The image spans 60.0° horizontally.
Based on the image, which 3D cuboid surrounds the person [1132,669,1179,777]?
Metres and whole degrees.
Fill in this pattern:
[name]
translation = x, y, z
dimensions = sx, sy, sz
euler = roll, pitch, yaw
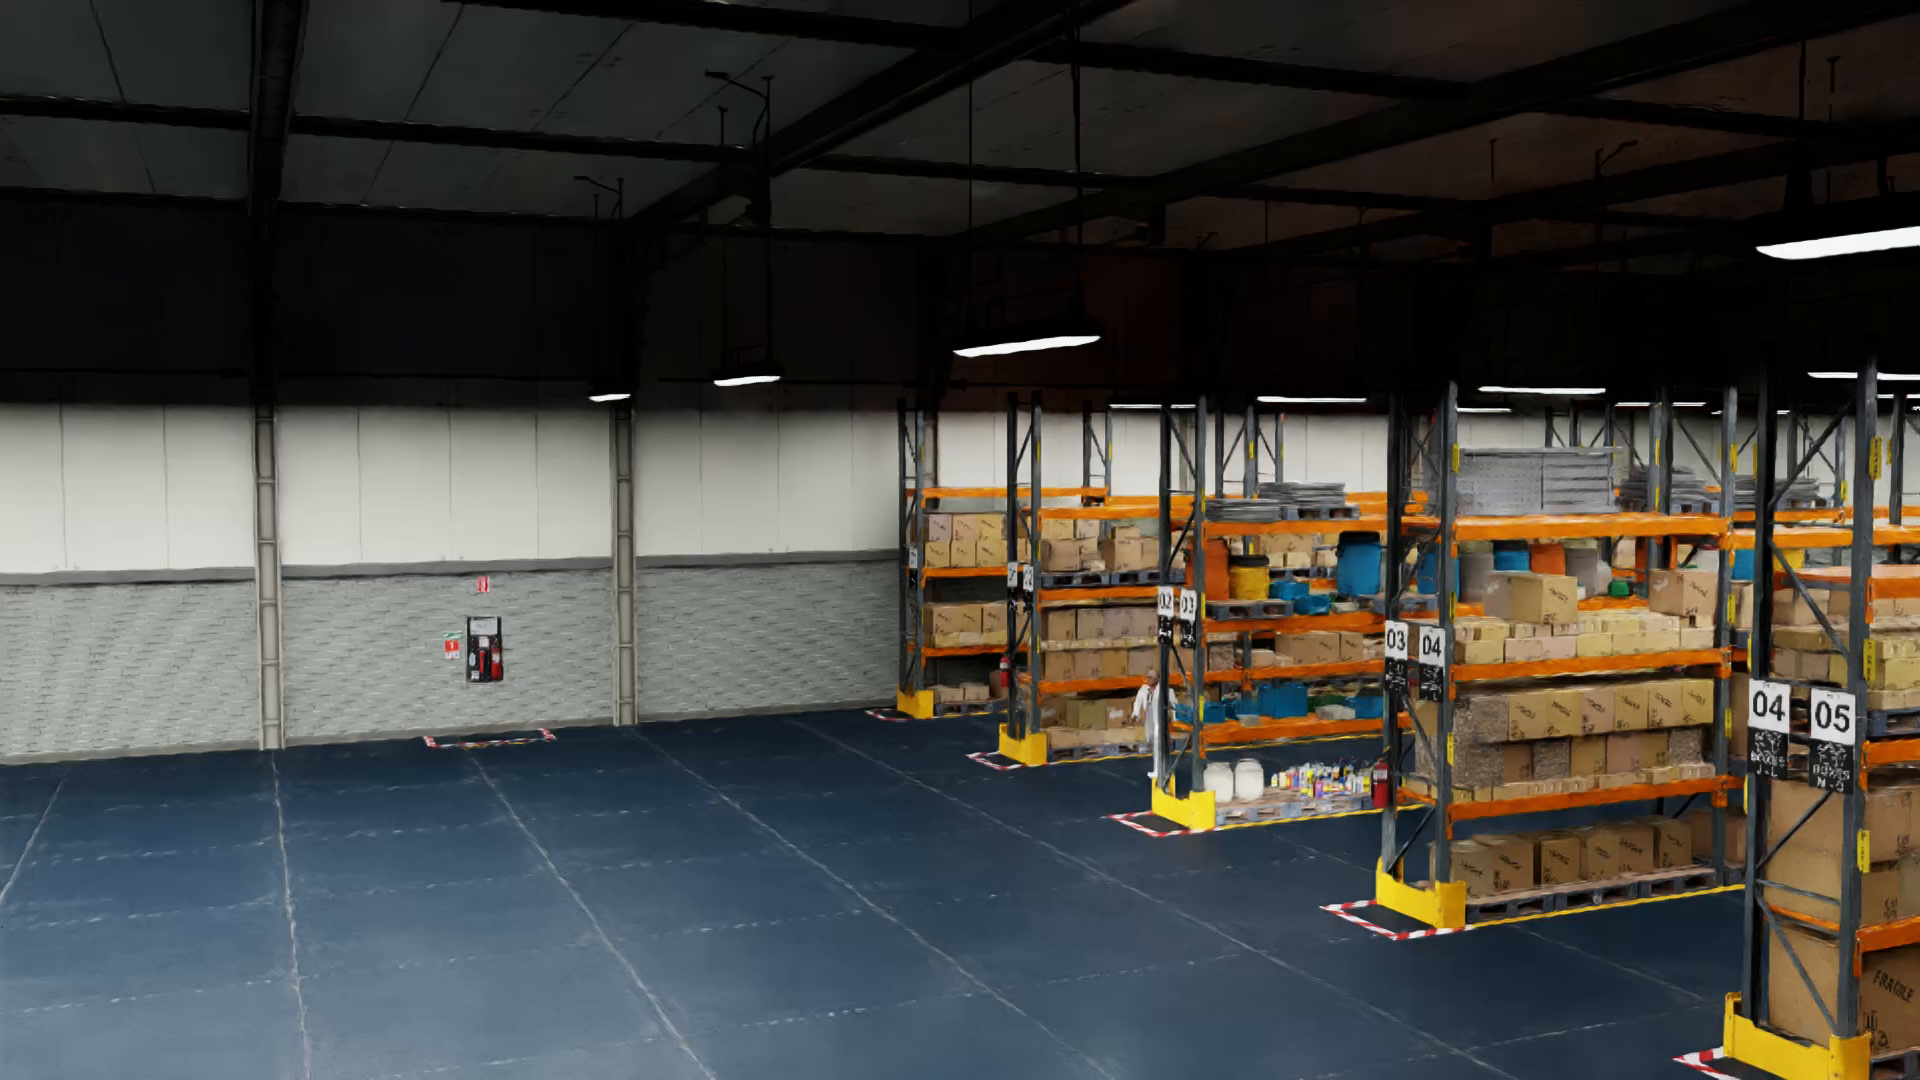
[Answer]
[person]
translation = 3.000, 2.811, 25.316
dimensions = 0.858, 1.719, 0.716
euler = -3, 5, -43
